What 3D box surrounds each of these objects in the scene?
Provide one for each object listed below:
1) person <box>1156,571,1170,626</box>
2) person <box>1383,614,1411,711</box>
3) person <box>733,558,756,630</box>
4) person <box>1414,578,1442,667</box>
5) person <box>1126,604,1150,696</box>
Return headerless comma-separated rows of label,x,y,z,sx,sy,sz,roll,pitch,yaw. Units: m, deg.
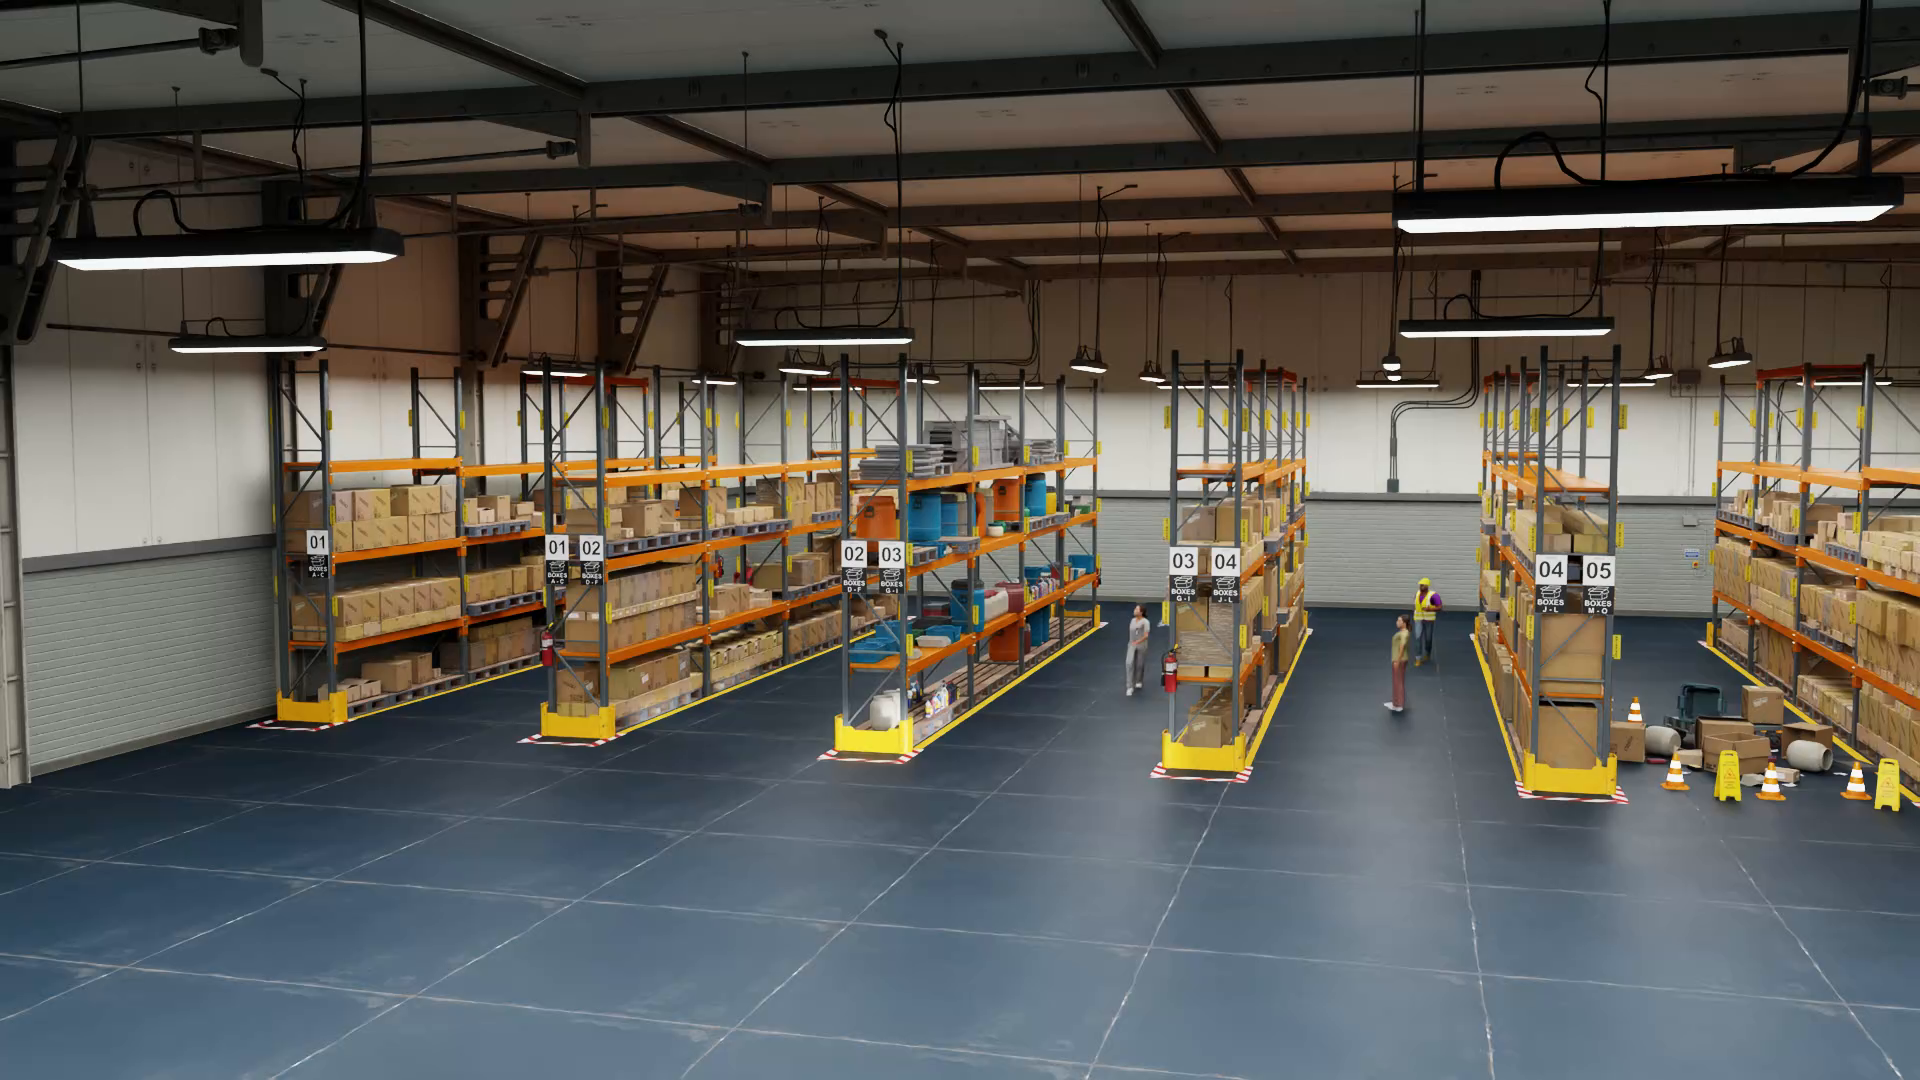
person,5.110,1.308,40.396,0.512,1.597,0.401,-3,5,-33
person,7.541,2.102,28.730,0.508,1.668,0.510,2,5,29
person,-5.191,1.281,40.271,0.698,1.716,0.995,1,4,14
person,9.592,1.678,34.090,0.574,1.806,0.847,1,4,18
person,3.289,1.996,30.617,0.416,1.647,0.969,1,4,14
